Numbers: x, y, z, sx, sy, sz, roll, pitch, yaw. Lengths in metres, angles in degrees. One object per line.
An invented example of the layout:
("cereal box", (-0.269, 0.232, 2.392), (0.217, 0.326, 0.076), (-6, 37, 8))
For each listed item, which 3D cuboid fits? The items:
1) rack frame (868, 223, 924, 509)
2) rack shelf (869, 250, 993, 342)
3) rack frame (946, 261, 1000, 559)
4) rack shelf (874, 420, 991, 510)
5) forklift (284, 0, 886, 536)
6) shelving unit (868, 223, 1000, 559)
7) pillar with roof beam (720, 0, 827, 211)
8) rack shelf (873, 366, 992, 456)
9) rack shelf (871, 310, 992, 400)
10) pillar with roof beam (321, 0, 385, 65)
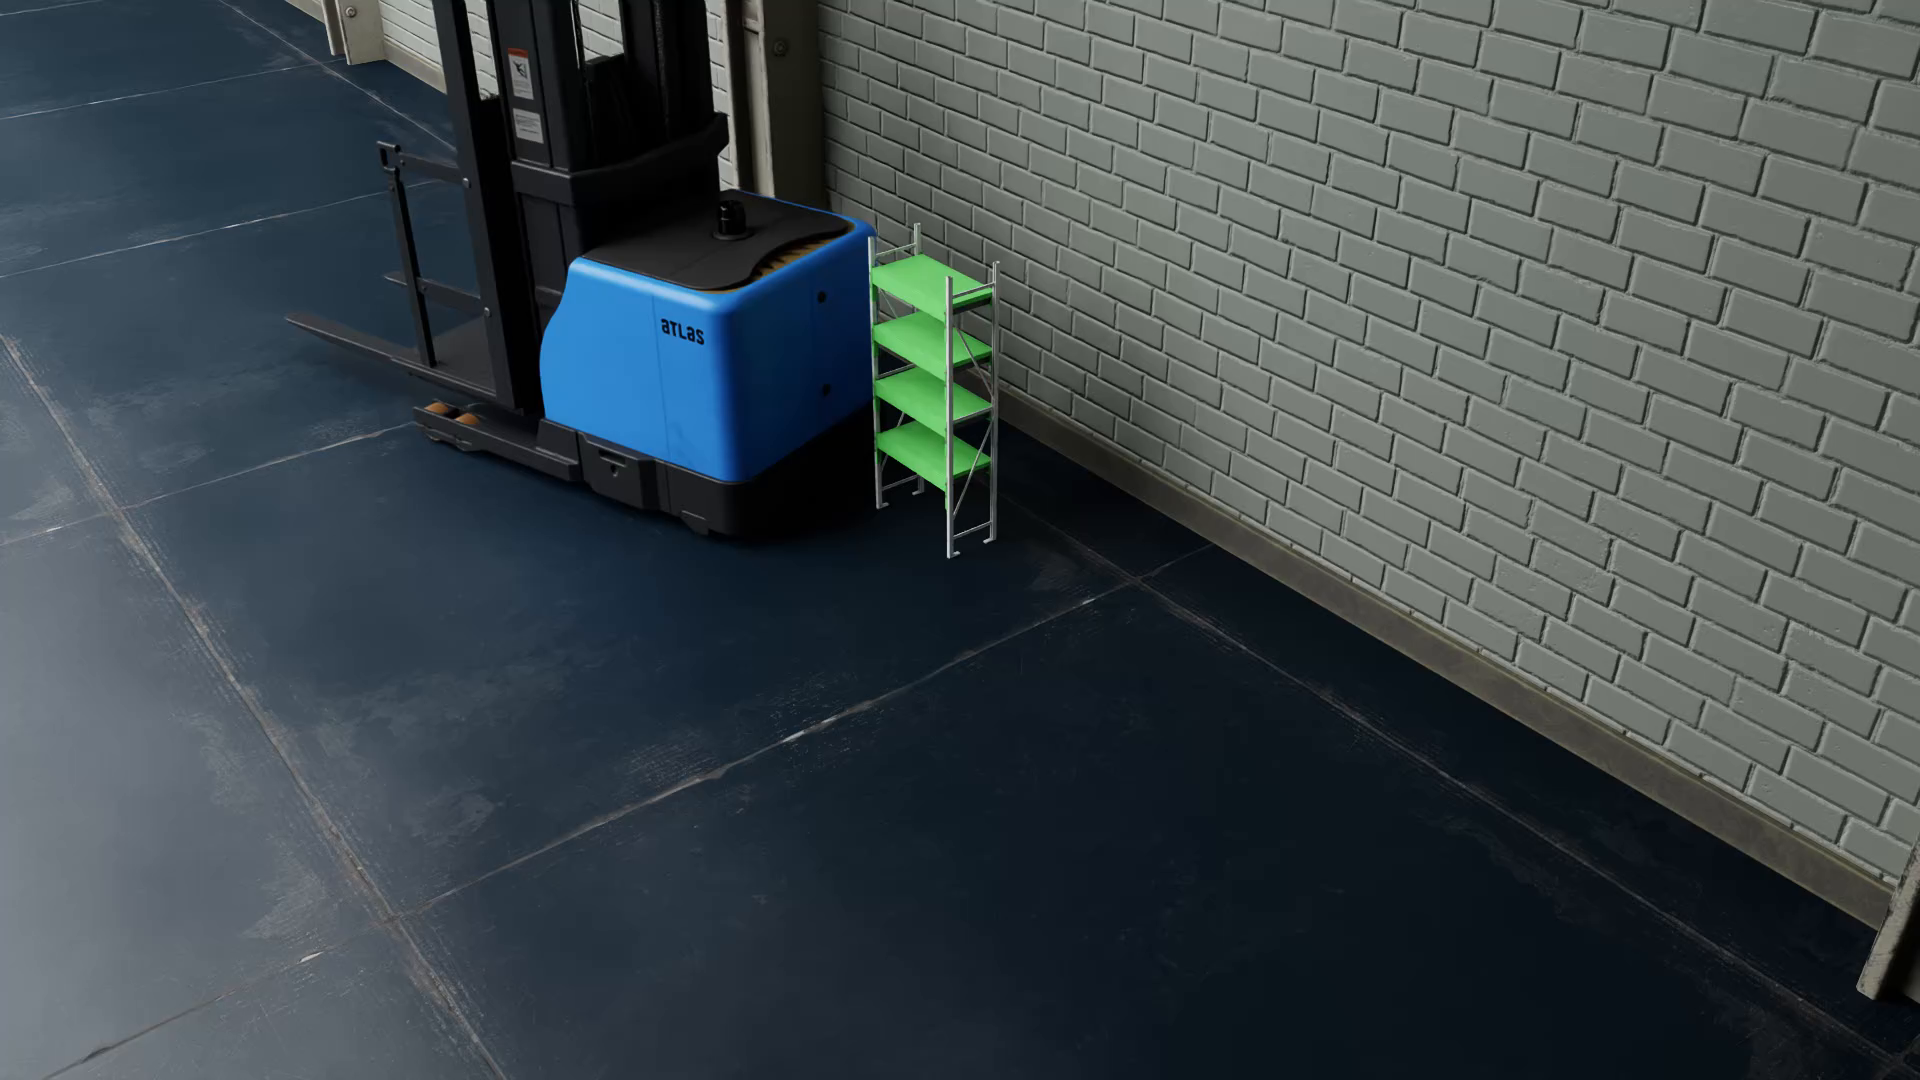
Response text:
("rack frame", (-0.251, -0.680, 6.708), (0.240, 1.200, 0.015), (-22, 38, -31))
("rack shelf", (-0.102, -0.932, 6.325), (0.258, 0.148, 0.480), (-22, 38, -31))
("rack frame", (0.048, -0.477, 6.381), (0.240, 1.200, 0.015), (-22, 38, -31))
("rack shelf", (-0.102, -0.321, 6.705), (0.258, 0.148, 0.480), (-22, 38, -31))
("forklift", (-1.838, -1.848, 6.947), (3.031, 2.935, 1.130), (19, 37, 28))
("shelving unit", (-0.102, -0.579, 6.545), (0.258, 1.200, 0.503), (-22, 38, -31))
("pillar with roof beam", (-4.304, -3.628, 4.062), (9.100, 9.000, 0.400), (-22, 38, -31))
("rack shelf", (-0.102, -0.524, 6.578), (0.258, 0.148, 0.480), (-22, 38, -31))
("rack shelf", (-0.102, -0.728, 6.452), (0.258, 0.148, 0.480), (-22, 38, -31))
("pillar with roof beam", (-7.983, -6.129, 8.088), (9.100, 9.000, 0.400), (-22, 38, -31))
